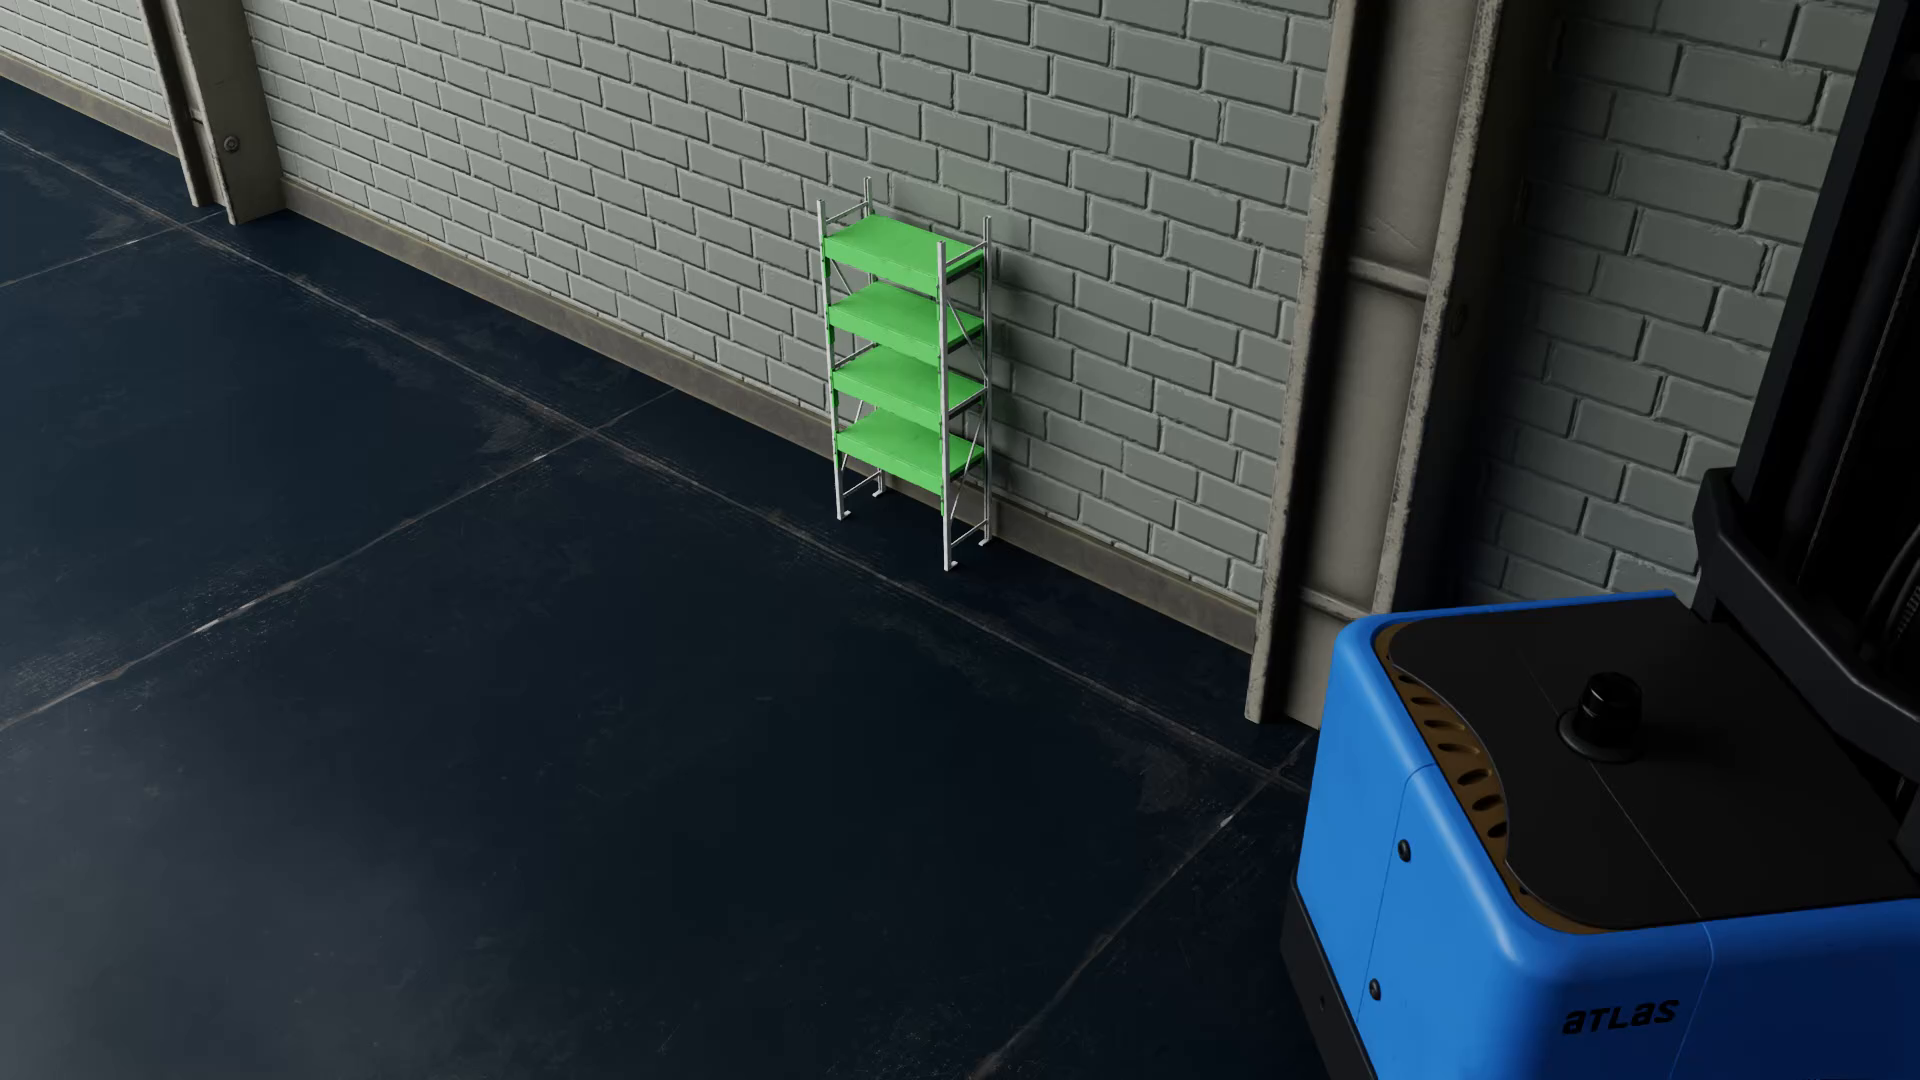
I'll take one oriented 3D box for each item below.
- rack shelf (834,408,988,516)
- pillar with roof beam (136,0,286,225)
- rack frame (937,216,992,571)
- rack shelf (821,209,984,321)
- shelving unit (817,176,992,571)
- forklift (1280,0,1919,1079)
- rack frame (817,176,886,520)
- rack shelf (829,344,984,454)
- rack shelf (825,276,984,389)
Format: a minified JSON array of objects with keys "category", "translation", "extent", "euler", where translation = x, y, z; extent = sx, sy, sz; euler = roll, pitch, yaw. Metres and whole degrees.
[{"category":"rack shelf","translation":[-0.164,-0.281,5.631],"extent":[0.480,0.148,0.258],"euler":[25,43,31]},{"category":"pillar with roof beam","translation":[-6.266,-3.476,2.863],"extent":[0.400,9.000,9.100],"euler":[25,42,32]},{"category":"rack frame","translation":[0.022,-0.441,5.328],"extent":[0.015,1.200,0.240],"euler":[25,43,31]},{"category":"rack shelf","translation":[-0.172,-0.868,5.215],"extent":[0.480,0.148,0.258],"euler":[25,43,31]},{"category":"shelving unit","translation":[-0.167,-0.529,5.455],"extent":[0.503,1.200,0.258],"euler":[25,43,31]},{"category":"forklift","translation":[2.356,-0.005,3.168],"extent":[3.031,2.935,1.130],"euler":[-5,35,-7]},{"category":"rack frame","translation":[-0.356,-0.616,5.583],"extent":[0.015,1.200,0.240],"euler":[25,43,31]},{"category":"rack shelf","translation":[-0.167,-0.476,5.492],"extent":[0.480,0.148,0.258],"euler":[25,43,31]},{"category":"rack shelf","translation":[-0.169,-0.672,5.354],"extent":[0.480,0.148,0.258],"euler":[25,43,31]}]
